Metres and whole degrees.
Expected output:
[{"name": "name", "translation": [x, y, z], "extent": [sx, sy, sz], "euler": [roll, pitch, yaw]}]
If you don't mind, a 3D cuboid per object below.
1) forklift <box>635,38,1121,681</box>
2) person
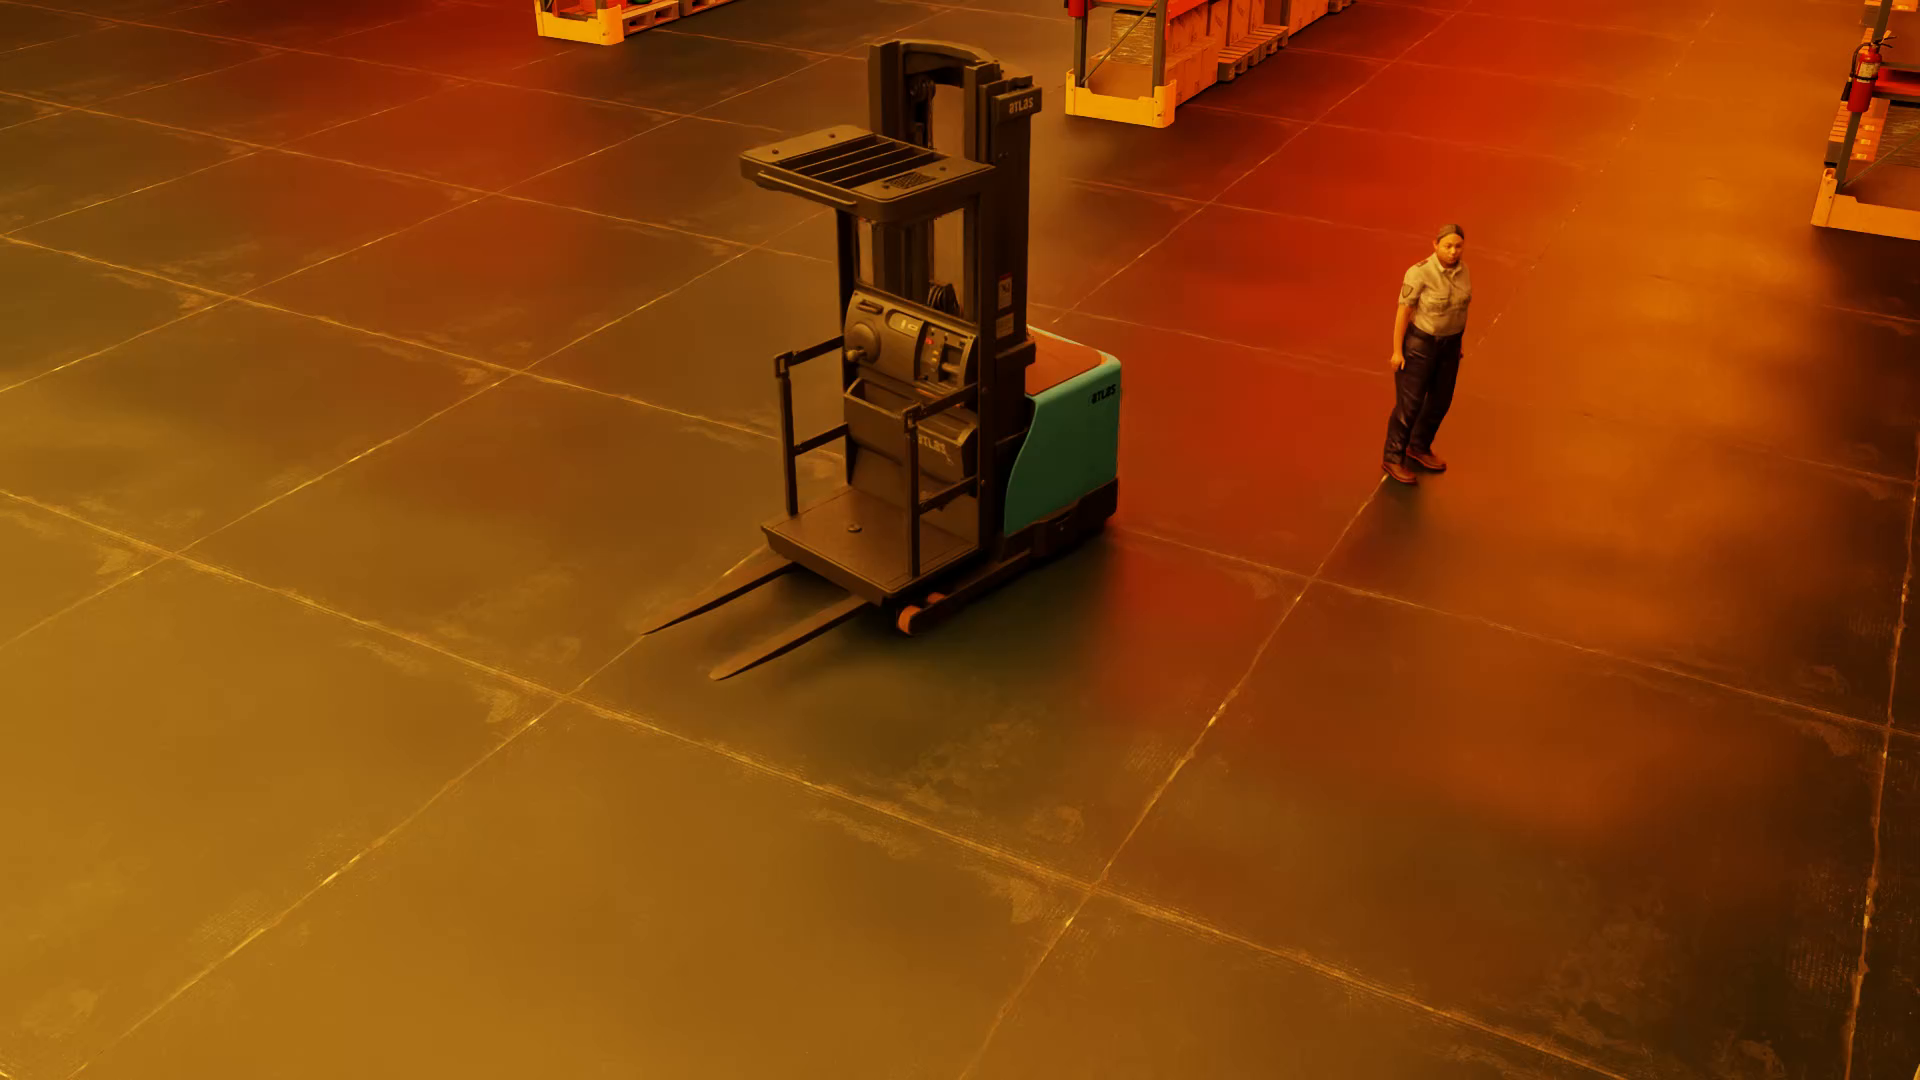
[{"name": "forklift", "translation": [-0.423, -1.034, 8.862], "extent": [1.130, 2.935, 3.031], "euler": [26, 39, 37]}, {"name": "person", "translation": [2.952, -1.180, 10.417], "extent": [0.549, 1.637, 0.379], "euler": [-15, 33, -24]}]
